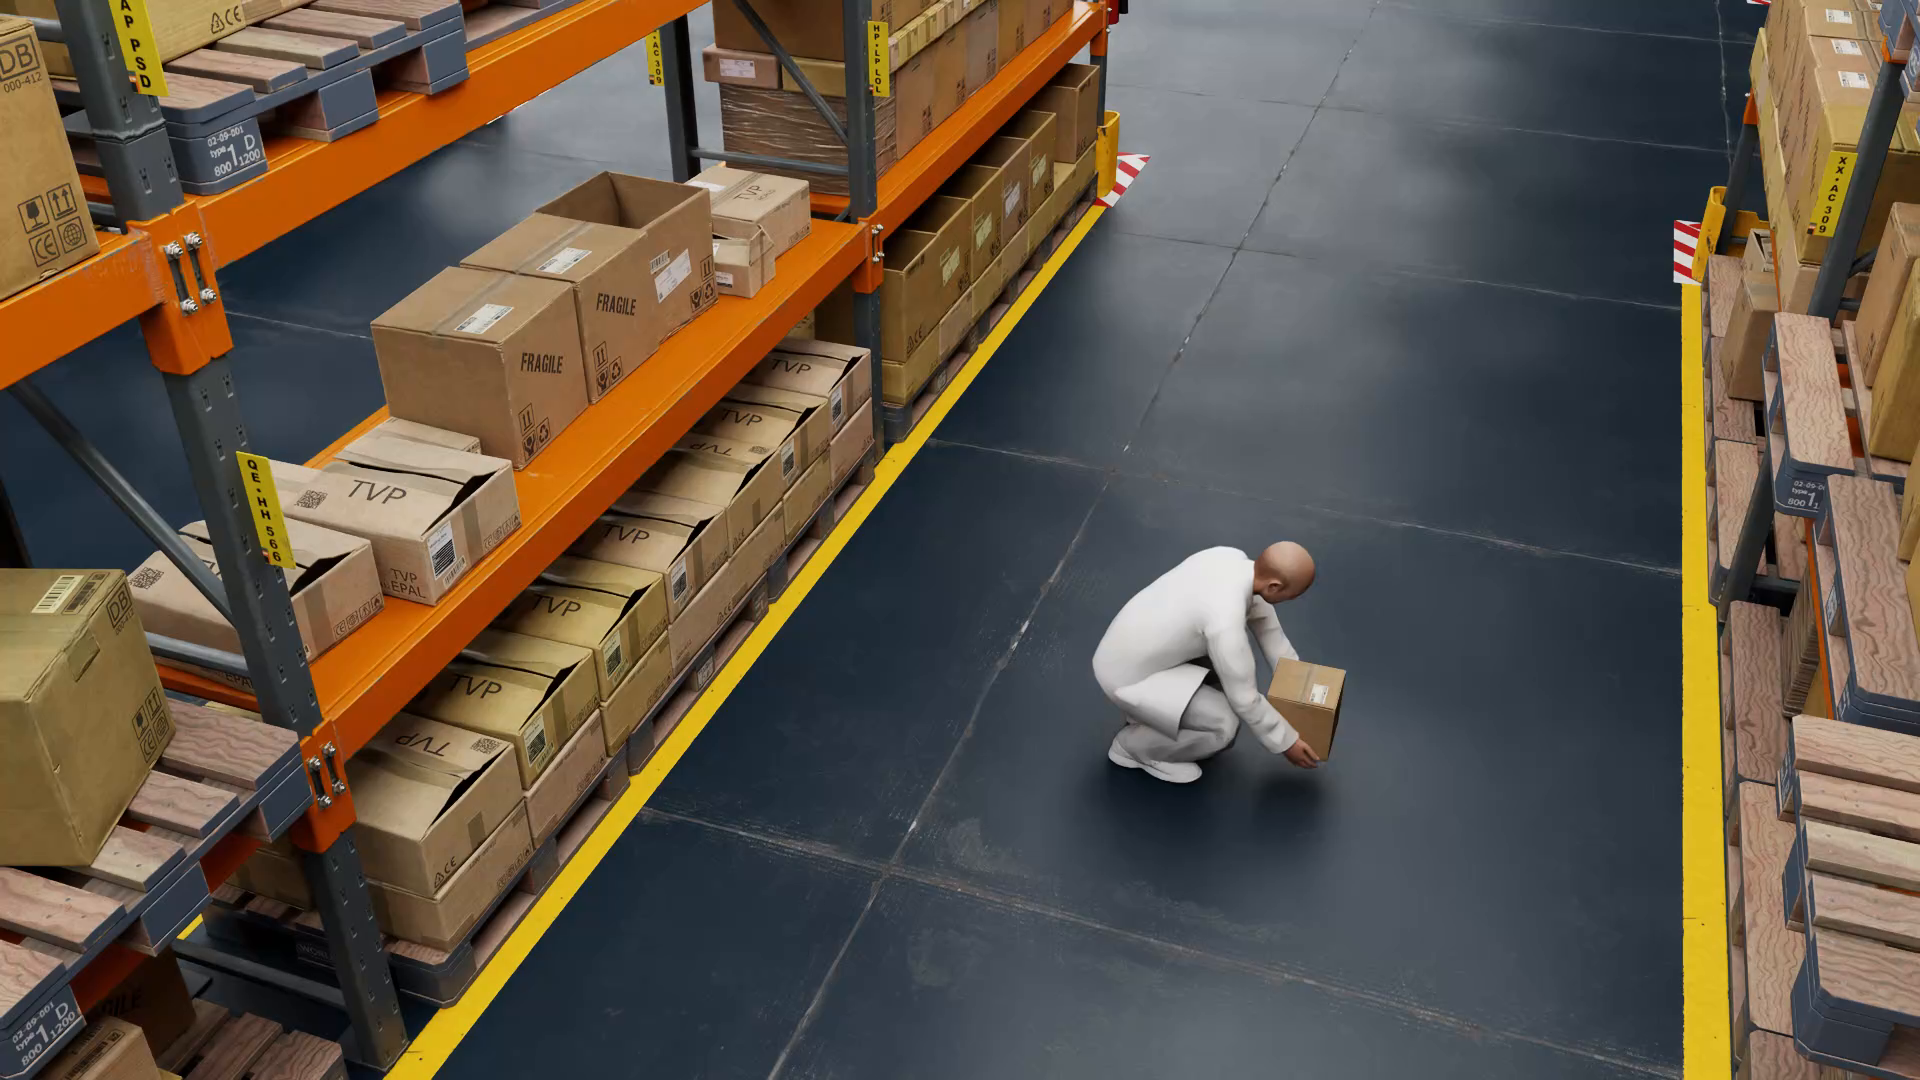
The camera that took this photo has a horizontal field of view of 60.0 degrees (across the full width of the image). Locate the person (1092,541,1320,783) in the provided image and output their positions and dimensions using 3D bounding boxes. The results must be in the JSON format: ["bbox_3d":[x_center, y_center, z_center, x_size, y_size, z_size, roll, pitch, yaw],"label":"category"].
[{"bbox_3d":[0.948,0.427,6.217,0.900,0.997,0.580,11,34,16],"label":"person"}]
